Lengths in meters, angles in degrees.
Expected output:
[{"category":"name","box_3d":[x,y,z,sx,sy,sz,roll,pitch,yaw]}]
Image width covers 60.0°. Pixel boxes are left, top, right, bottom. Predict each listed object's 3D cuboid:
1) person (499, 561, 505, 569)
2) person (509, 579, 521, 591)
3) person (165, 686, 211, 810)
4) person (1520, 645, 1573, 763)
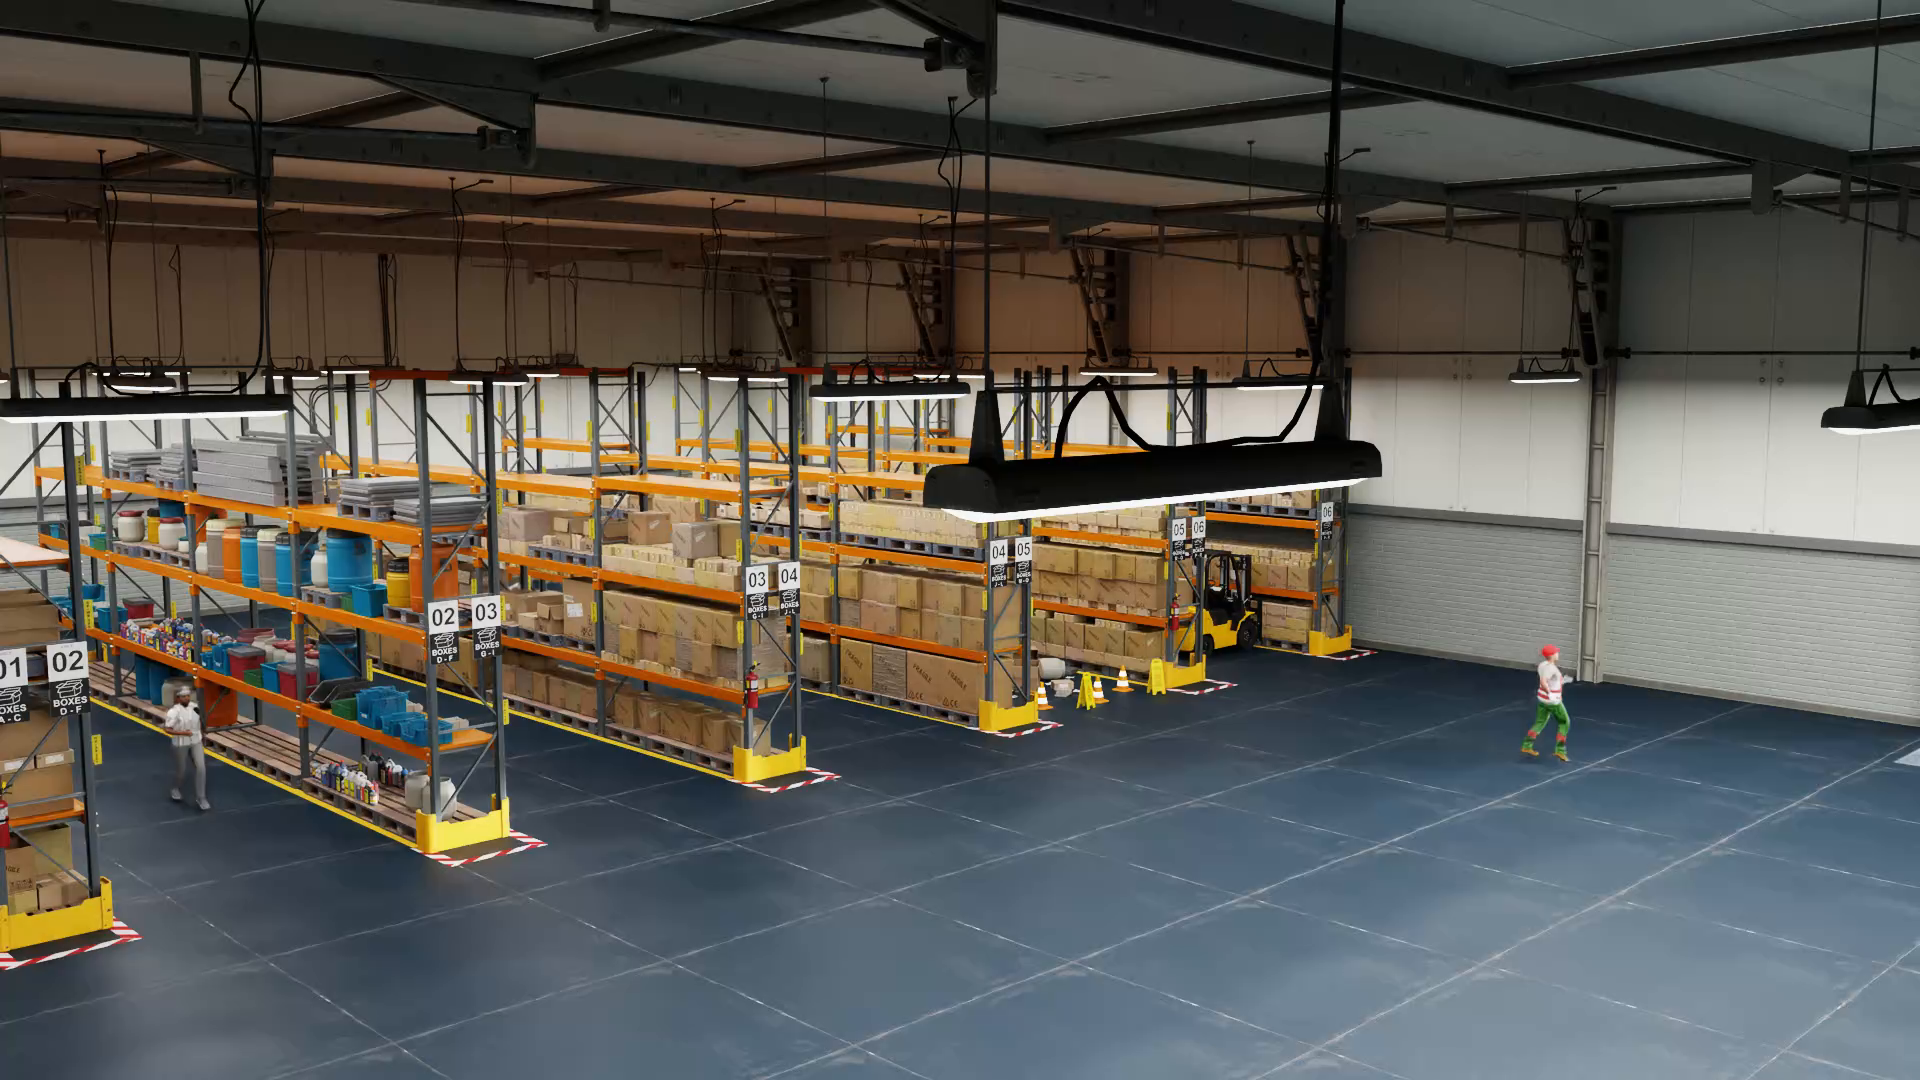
[{"category":"person","box_3d":[-11.083,0.907,40.228,0.693,1.763,0.854,4,7,30]},{"category":"person","box_3d":[-9.639,1.484,36.425,0.672,1.533,0.529,5,8,38]},{"category":"person","box_3d":[-10.811,2.872,23.239,0.895,1.729,0.587,6,9,42]},{"category":"person","box_3d":[9.124,2.537,25.747,0.796,1.848,0.648,-1,6,-7]}]
